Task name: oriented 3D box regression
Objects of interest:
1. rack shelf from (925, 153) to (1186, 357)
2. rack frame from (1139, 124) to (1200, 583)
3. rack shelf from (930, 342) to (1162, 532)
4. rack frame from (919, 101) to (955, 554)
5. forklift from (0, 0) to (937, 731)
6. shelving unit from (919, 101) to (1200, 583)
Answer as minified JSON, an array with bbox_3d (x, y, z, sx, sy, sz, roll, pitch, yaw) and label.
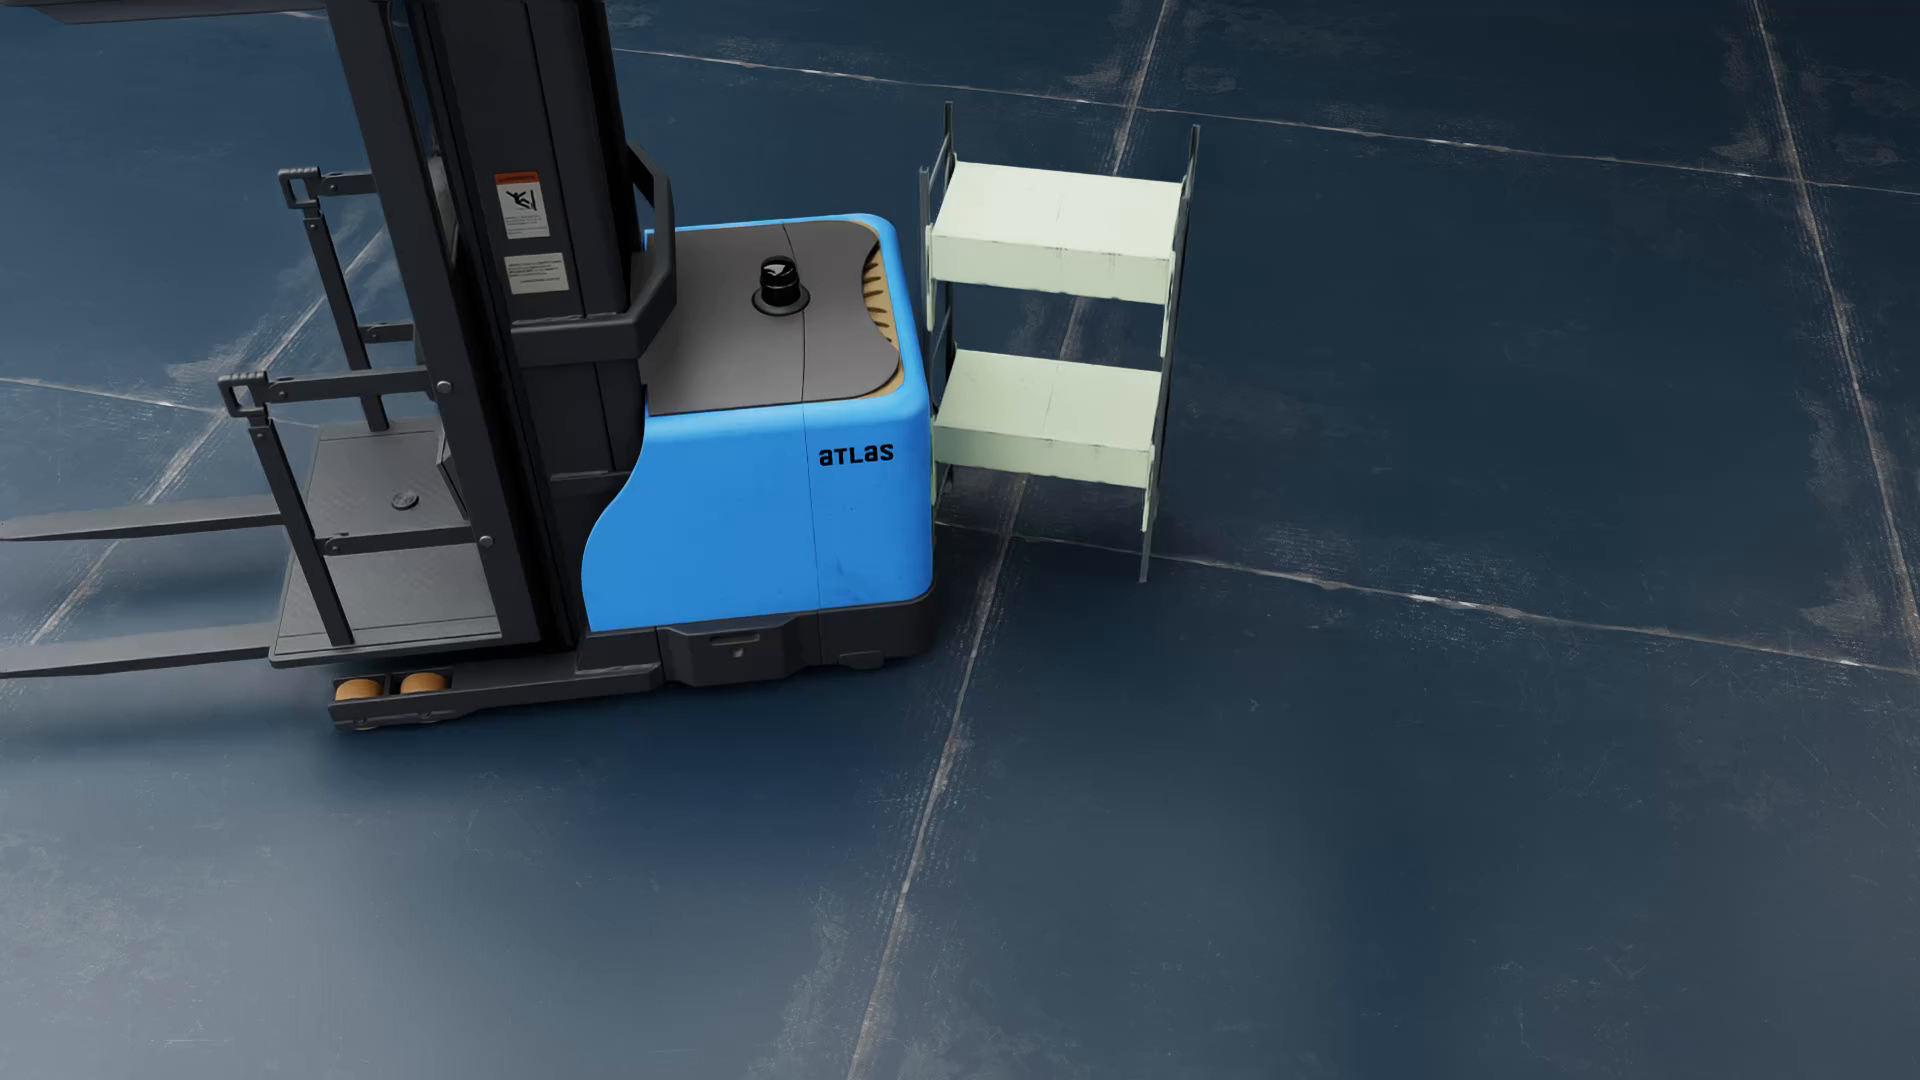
[{"bbox_3d":[0.292,-0.861,5.000,0.720,0.370,0.431,7,44,8],"label":"rack shelf"},{"bbox_3d":[0.652,-0.533,5.223,0.023,1.500,0.400,7,44,8],"label":"rack frame"},{"bbox_3d":[0.292,-0.345,5.497,0.720,0.370,0.431,7,44,8],"label":"rack shelf"},{"bbox_3d":[-0.068,-0.627,5.320,0.023,1.500,0.400,7,44,8],"label":"rack frame"},{"bbox_3d":[-1.632,-0.861,4.531,3.031,2.935,1.130,-6,44,-6],"label":"forklift"},{"bbox_3d":[0.292,-0.580,5.271,0.755,1.500,0.431,7,44,8],"label":"shelving unit"}]
